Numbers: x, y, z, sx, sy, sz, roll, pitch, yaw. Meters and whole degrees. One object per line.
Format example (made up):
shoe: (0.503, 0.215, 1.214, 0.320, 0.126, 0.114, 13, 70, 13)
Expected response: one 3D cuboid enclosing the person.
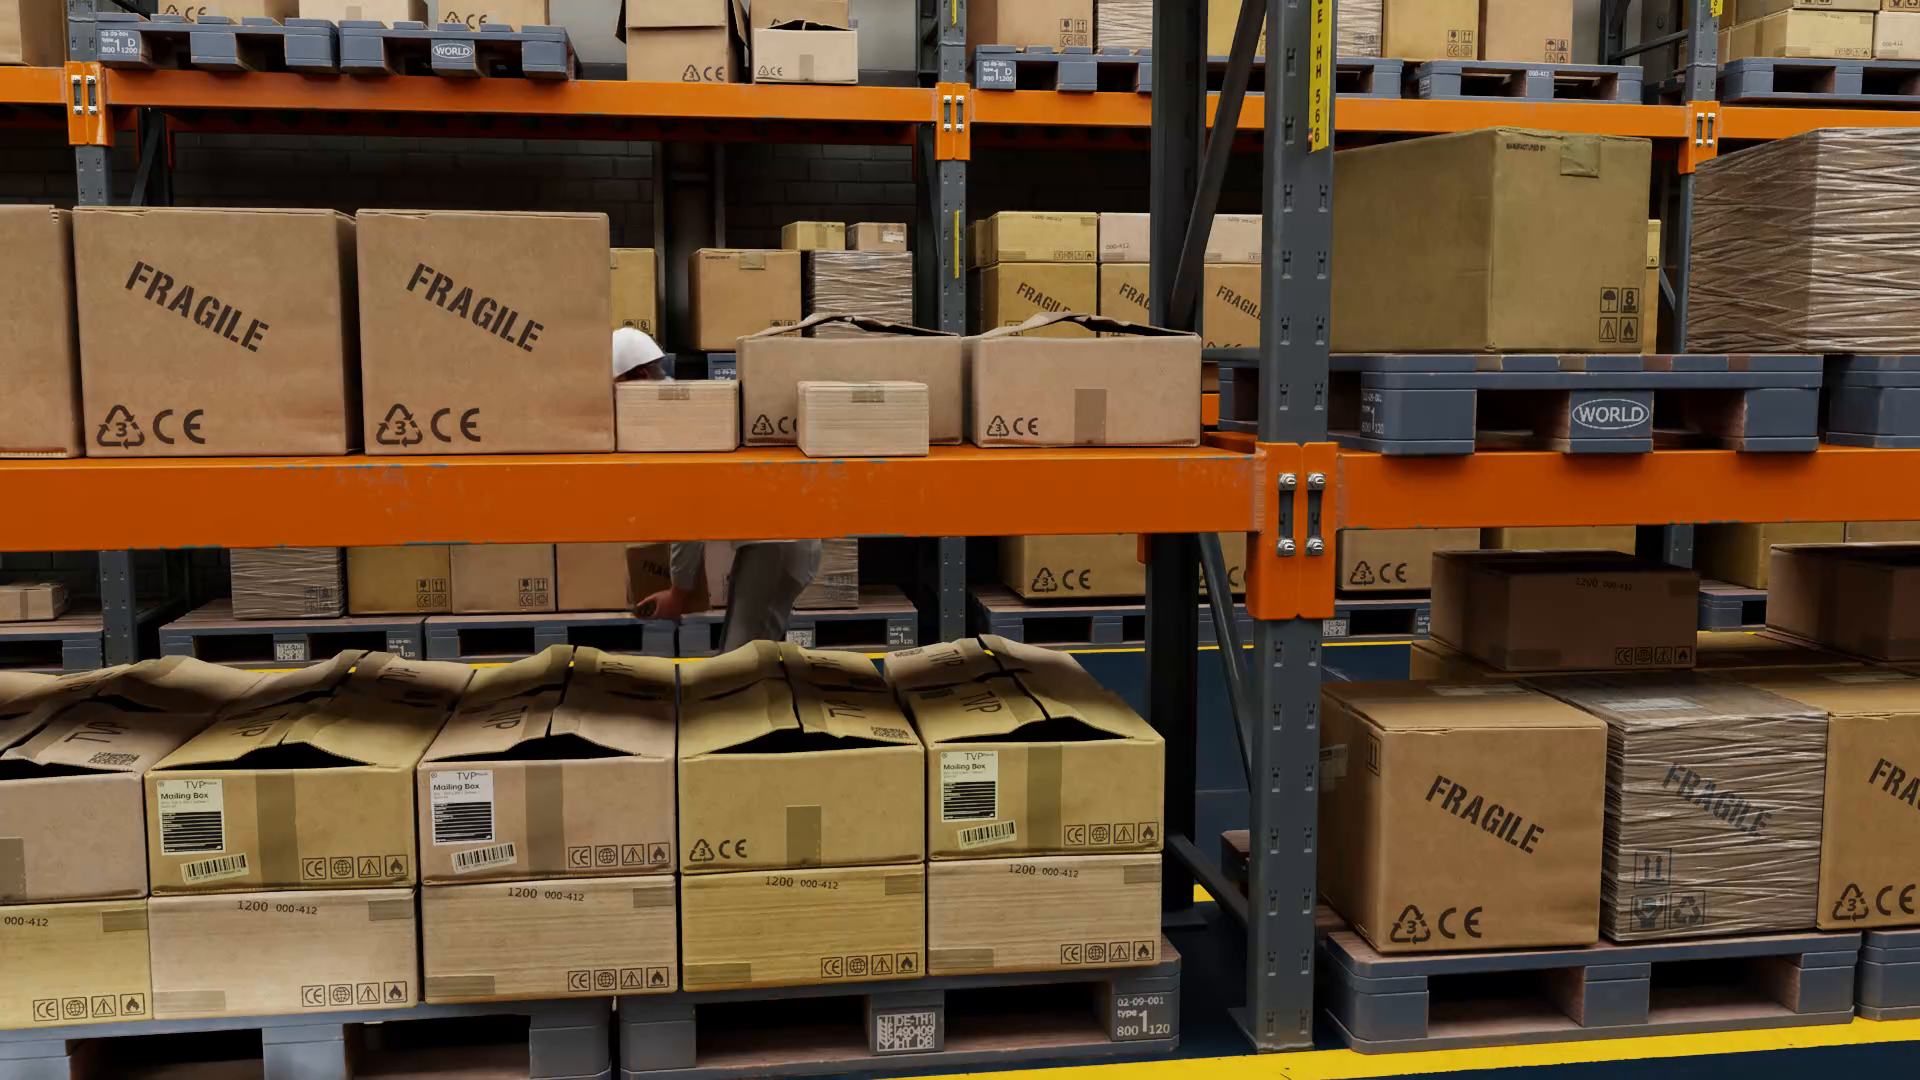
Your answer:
person: (-0.850, 0.086, 5.643, 0.794, 1.597, 0.467, -1, 7, -10)
